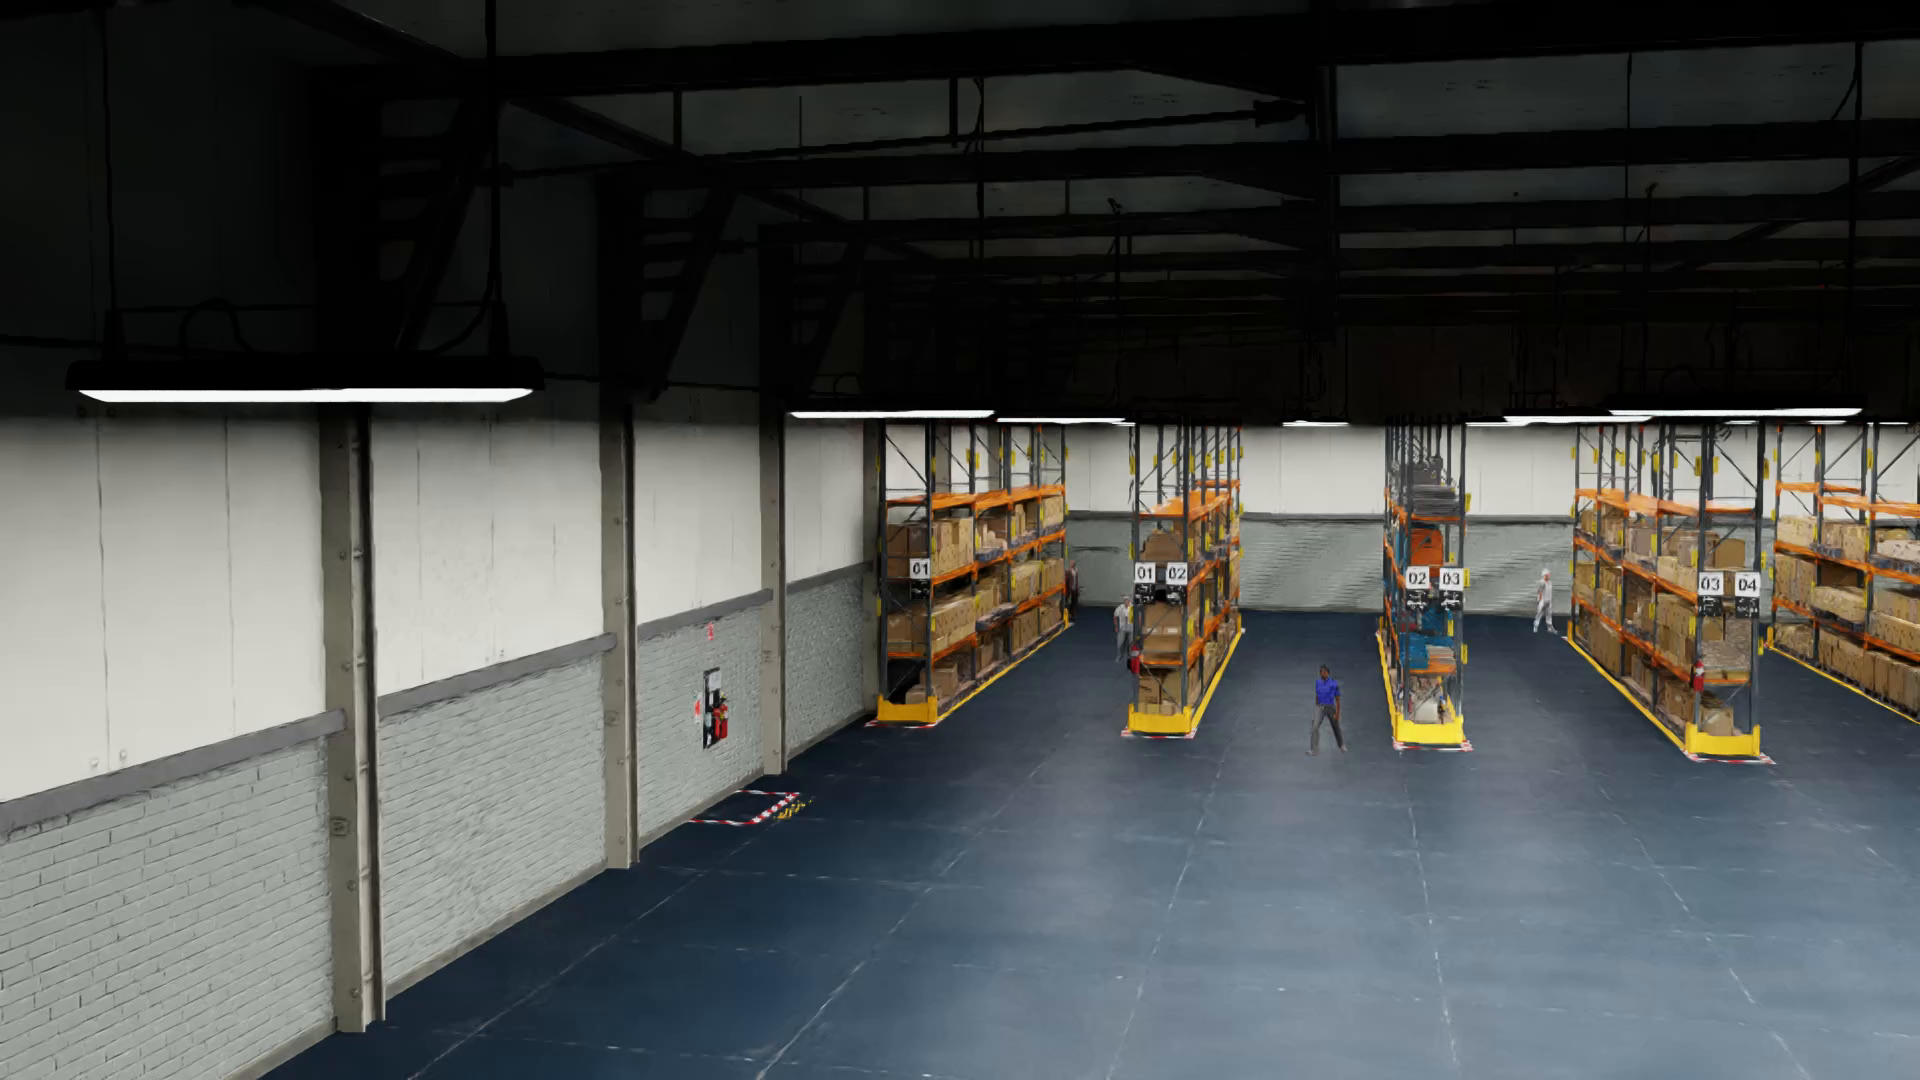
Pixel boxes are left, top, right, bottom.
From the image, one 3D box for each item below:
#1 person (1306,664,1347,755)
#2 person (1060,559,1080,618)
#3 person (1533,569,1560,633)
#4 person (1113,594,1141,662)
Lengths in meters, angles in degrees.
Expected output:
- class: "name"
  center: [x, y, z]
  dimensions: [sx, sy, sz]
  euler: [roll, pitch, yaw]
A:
- class: "person"
  center: [6.442, 2.961, 29.101]
  dimensions: [0.502, 1.580, 0.943]
  euler: [3, 5, 34]
- class: "person"
  center: [3.211, 1.464, 49.915]
  dimensions: [0.762, 1.776, 0.498]
  euler: [-2, 4, -30]
- class: "person"
  center: [16.297, 1.690, 46.259]
  dimensions: [0.710, 1.785, 0.532]
  euler: [-3, 5, -40]
- class: "person"
  center: [4.055, 2.143, 40.335]
  dimensions: [0.682, 1.715, 0.536]
  euler: [1, 4, 11]
